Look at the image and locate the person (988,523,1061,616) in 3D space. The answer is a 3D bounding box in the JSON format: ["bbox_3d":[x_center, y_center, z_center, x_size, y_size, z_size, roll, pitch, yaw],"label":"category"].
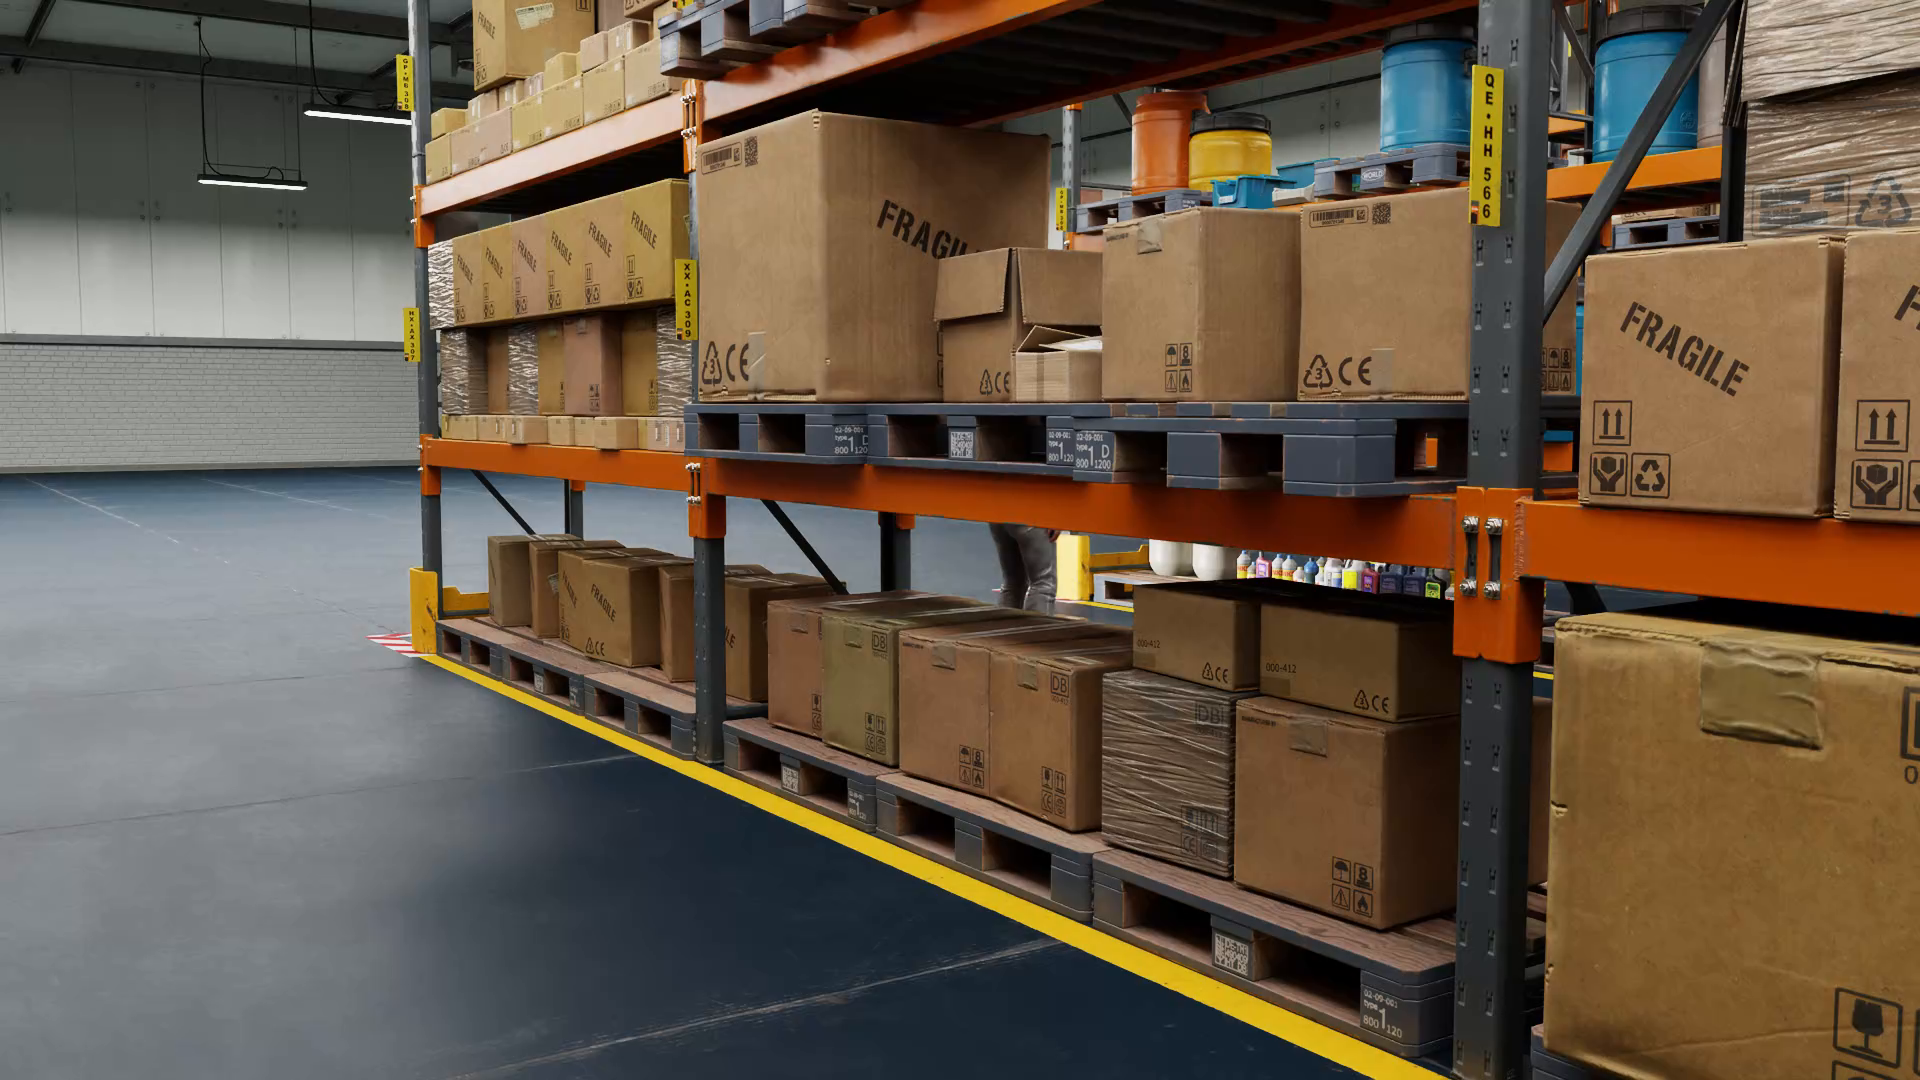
[{"bbox_3d":[0.371,-0.157,9.624,0.464,1.766,0.582,-3,6,-37],"label":"person"}]
